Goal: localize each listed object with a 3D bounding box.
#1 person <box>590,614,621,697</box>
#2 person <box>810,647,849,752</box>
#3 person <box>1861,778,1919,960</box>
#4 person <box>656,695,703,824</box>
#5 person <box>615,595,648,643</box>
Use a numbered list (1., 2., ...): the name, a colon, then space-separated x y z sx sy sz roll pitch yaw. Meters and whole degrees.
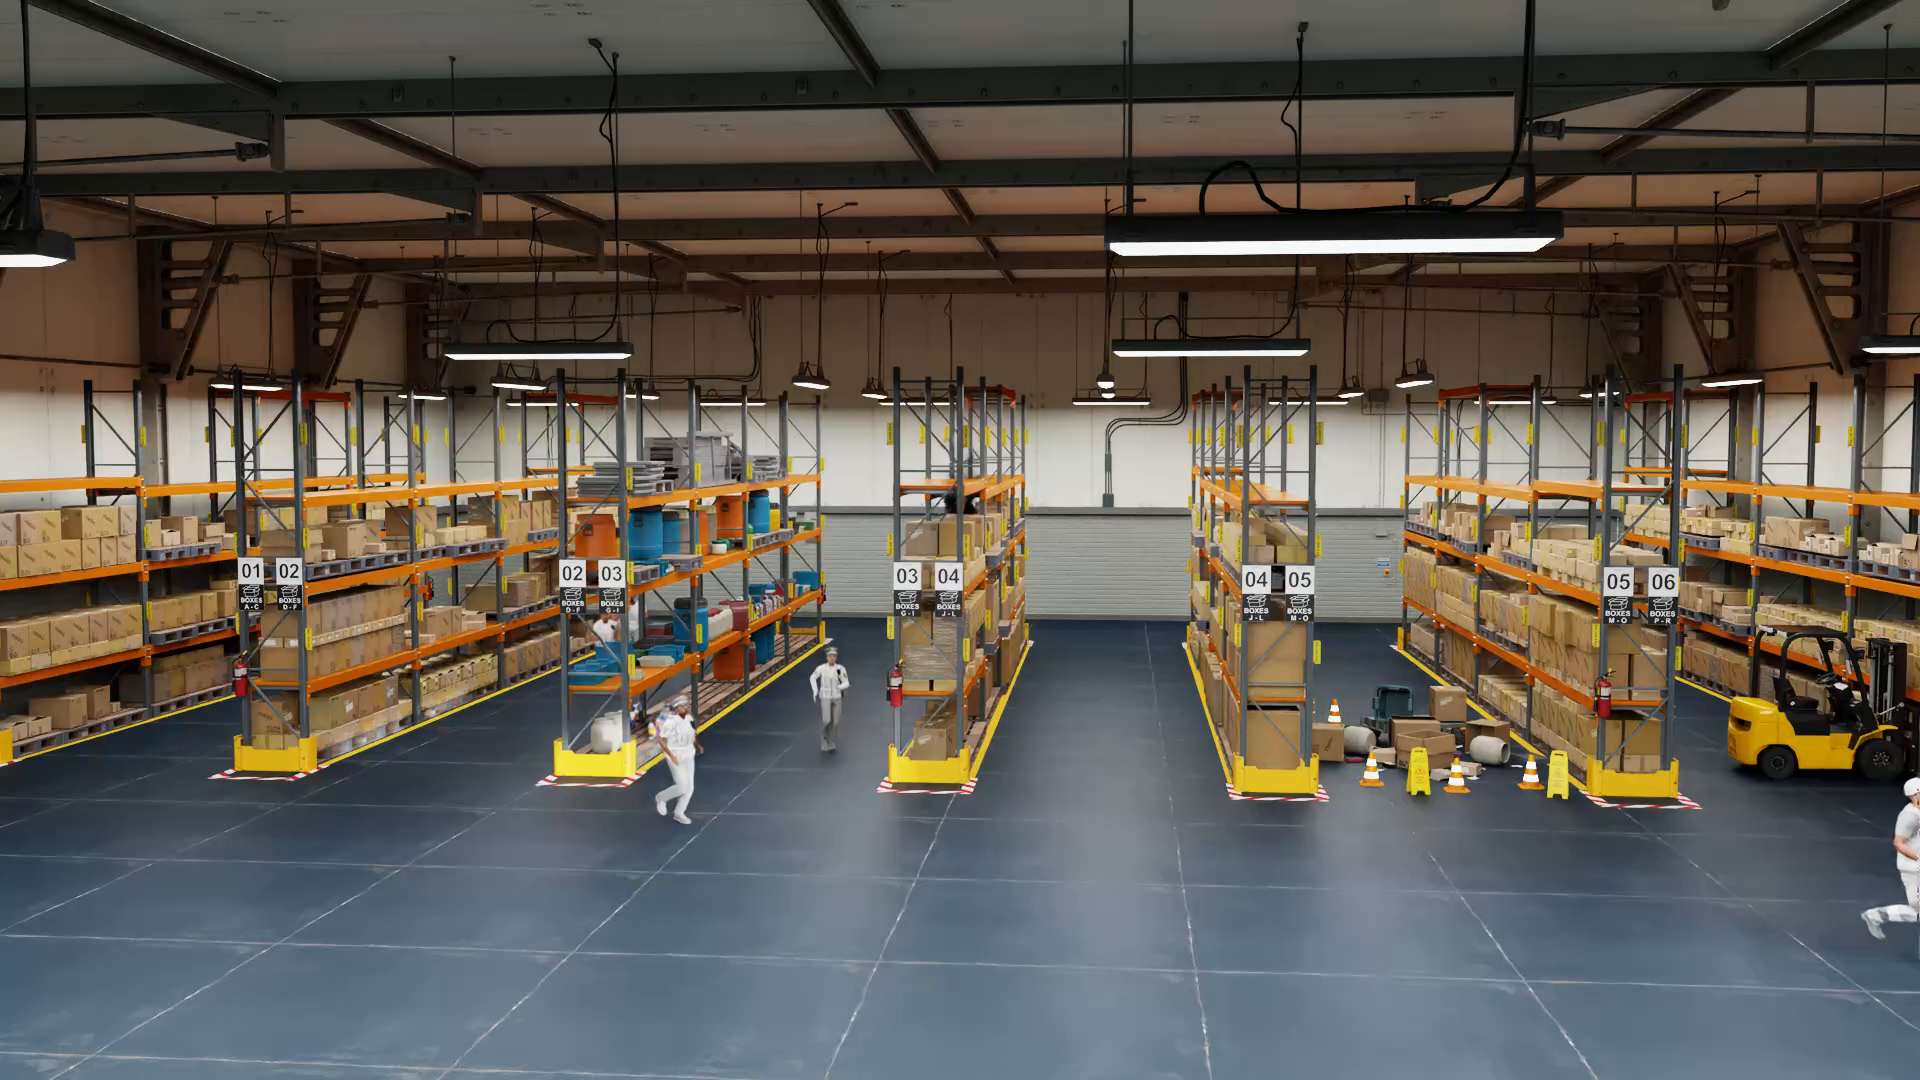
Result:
1. person: -6.893 2.167 32.372 0.572 1.699 0.866 0 4 -8
2. person: -2.042 2.521 26.294 0.587 1.674 0.656 -1 4 -13
3. person: 9.100 3.146 15.905 0.655 1.764 0.809 -3 5 -44
4. person: -3.629 2.837 21.632 0.598 1.675 0.572 3 5 40
5. person: -7.069 1.913 35.786 0.714 1.741 0.737 0 4 -1
